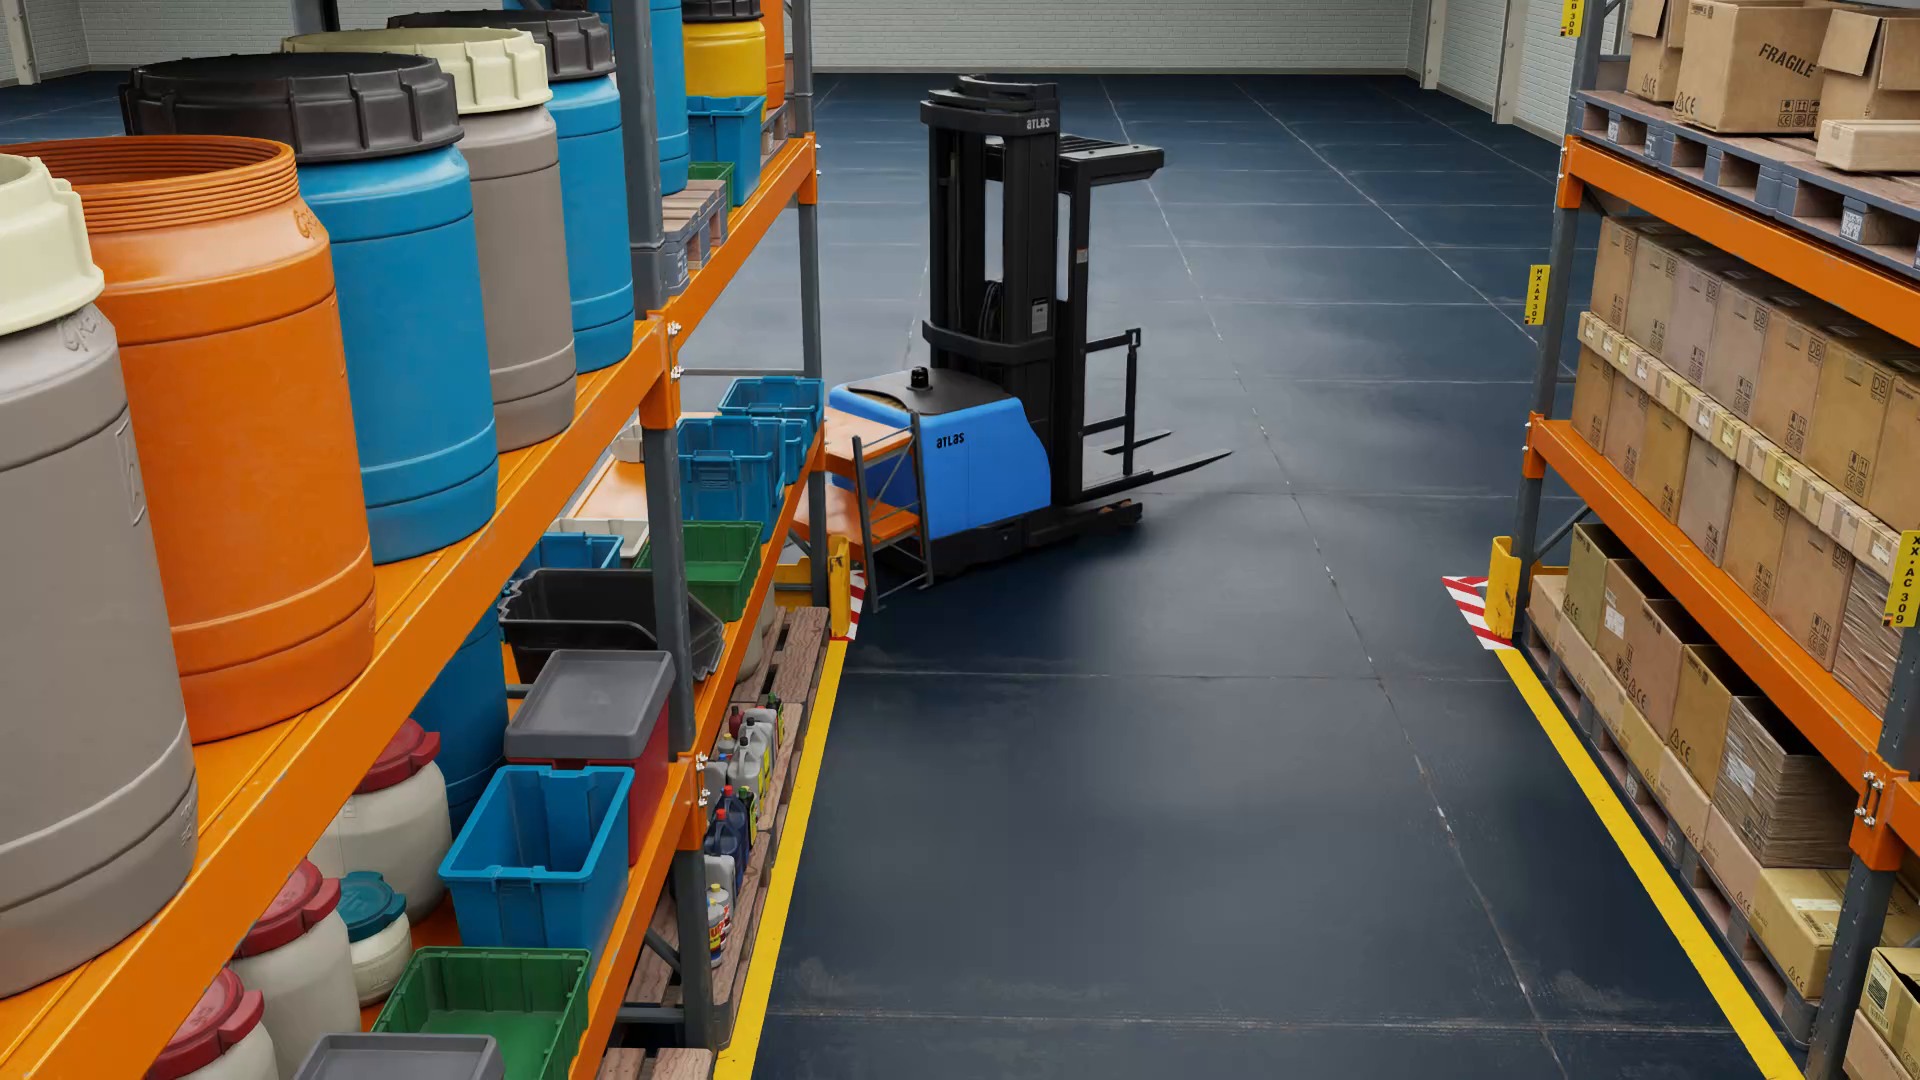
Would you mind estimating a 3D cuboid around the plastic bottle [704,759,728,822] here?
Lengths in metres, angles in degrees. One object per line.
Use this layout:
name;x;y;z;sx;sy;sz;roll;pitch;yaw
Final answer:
plastic bottle;-1.089;1.077;7.263;0.152;0.276;0.135;1;21;2

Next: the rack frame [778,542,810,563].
rack frame;-1.107;-0.417;10.475;0.032;1.125;0.500;20;34;41

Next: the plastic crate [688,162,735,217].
plastic crate;-1.078;-1.353;6.515;0.336;0.188;0.450;1;21;2

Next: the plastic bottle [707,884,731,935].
plastic bottle;-0.944;1.430;6.458;0.097;0.201;0.097;0;21;0

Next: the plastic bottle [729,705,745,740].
plastic bottle;-1.036;0.888;7.741;0.061;0.283;0.133;1;21;2

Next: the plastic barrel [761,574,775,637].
plastic barrel;-1.220;0.271;9.043;0.421;0.512;0.421;0;21;0

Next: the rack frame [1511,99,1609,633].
rack frame;3.674;-0.876;9.141;1.000;3.000;0.127;1;21;2

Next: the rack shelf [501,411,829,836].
rack shelf;-1.337;0.126;7.551;1.077;0.370;4.000;1;21;2

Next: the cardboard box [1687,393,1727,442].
cardboard box;3.400;-0.530;7.213;0.380;0.149;0.250;1;21;2

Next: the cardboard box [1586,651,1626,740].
cardboard box;3.409;0.763;8.137;0.500;0.250;0.500;1;21;2

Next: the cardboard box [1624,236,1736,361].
cardboard box;3.635;-1.150;7.914;0.700;0.500;0.500;0;21;0

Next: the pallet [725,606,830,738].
pallet;-1.262;0.690;8.960;1.003;0.211;1.213;1;21;2

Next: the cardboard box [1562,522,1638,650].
cardboard box;3.422;0.233;8.467;0.500;0.500;0.500;1;21;2

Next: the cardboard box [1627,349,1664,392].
cardboard box;3.423;-0.809;7.932;0.380;0.149;0.250;0;21;1

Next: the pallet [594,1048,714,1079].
pallet;-1.383;2.099;5.329;1.003;0.211;1.213;1;21;2

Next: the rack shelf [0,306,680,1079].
rack shelf;-1.459;0.174;3.281;1.077;0.370;4.000;1;21;2

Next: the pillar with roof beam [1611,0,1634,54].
pillar with roof beam;5.714;-9.913;24.137;9.100;9.000;0.400;1;21;2

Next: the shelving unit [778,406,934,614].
shelving unit;-0.747;-0.287;10.140;1.048;1.125;0.538;20;34;41

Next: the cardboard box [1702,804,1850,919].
cardboard box;3.373;1.305;6.739;0.500;0.250;0.500;1;21;2

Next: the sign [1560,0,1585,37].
sign;3.120;-2.727;8.447;0.100;0.325;0.005;1;21;2

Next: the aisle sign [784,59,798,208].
aisle sign;-0.977;-2.167;8.873;0.394;0.787;0.004;1;21;2

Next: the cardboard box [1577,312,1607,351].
cardboard box;3.447;-1.086;8.646;0.380;0.149;0.250;0;21;1

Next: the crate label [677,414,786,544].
crate label;-1.062;-0.280;7.555;0.502;0.435;0.616;1;21;2

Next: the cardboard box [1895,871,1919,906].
cardboard box;3.870;1.492;6.258;0.500;0.250;0.500;1;21;2

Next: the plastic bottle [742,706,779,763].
plastic bottle;-0.929;0.892;7.740;0.152;0.276;0.135;1;21;2

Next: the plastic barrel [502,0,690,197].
plastic barrel;-1.261;-1.672;5.772;0.600;0.901;0.708;1;21;2

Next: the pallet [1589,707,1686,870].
pallet;3.653;1.141;7.797;1.003;0.211;1.213;1;21;2

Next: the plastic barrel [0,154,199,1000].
plastic barrel;-1.278;0.034;1.956;0.600;0.901;0.600;0;21;0

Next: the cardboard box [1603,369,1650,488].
cardboard box;3.636;-0.564;8.198;0.700;0.500;0.500;1;21;3

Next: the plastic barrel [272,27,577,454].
plastic barrel;-1.217;-0.695;3.834;0.600;0.901;0.600;0;21;0

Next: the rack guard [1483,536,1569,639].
rack guard;3.675;0.280;9.615;1.175;0.500;0.348;1;21;2

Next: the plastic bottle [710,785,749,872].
plastic bottle;-0.953;1.188;6.873;0.144;0.351;0.185;0;21;-1

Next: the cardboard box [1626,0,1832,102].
cardboard box;3.653;-2.376;7.943;0.797;0.503;0.637;2;21;5

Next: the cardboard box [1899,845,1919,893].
cardboard box;3.880;1.142;6.122;0.500;0.500;0.500;1;21;2

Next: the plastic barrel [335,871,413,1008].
plastic barrel;-1.592;1.056;4.353;0.301;0.262;0.301;0;21;0

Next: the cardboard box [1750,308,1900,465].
cardboard box;3.590;-0.606;6.512;0.700;0.500;0.500;1;21;2

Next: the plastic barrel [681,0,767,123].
plastic barrel;-1.184;-2.200;7.566;0.600;0.588;0.600;0;21;0

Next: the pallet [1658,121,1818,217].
pallet;3.593;-1.536;6.816;1.003;0.211;1.213;1;21;2

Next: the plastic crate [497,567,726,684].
plastic crate;-1.255;0.355;6.053;0.767;0.338;0.504;1;21;2

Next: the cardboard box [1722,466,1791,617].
cardboard box;3.589;-0.009;6.768;0.700;0.500;0.500;1;21;2

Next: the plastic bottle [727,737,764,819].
plastic bottle;-0.940;1.035;7.269;0.144;0.351;0.185;0;21;1

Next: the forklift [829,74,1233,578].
forklift;0.608;-1.548;10.966;3.031;2.935;1.130;-17;27;-36

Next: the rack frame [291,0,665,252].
rack frame;-1.398;-2.283;4.472;1.000;3.000;0.127;1;21;2

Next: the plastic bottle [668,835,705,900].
plastic bottle;-1.103;1.255;6.701;0.144;0.351;0.185;1;21;2

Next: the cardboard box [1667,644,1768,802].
cardboard box;3.387;0.775;7.069;0.500;0.500;0.500;1;21;2

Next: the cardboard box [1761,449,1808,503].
cardboard box;3.380;-0.248;6.485;0.380;0.149;0.250;1;21;1

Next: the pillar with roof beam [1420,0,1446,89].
pillar with roof beam;6.079;-14.252;35.319;9.100;9.000;0.400;1;21;2

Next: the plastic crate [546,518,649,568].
plastic crate;-1.602;0.047;7.125;0.530;0.136;0.437;1;21;2

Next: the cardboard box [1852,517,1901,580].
cardboard box;3.356;0.031;5.768;0.380;0.149;0.250;0;21;0

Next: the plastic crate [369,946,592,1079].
plastic crate;-1.169;1.246;3.965;0.450;0.188;0.662;1;21;2
